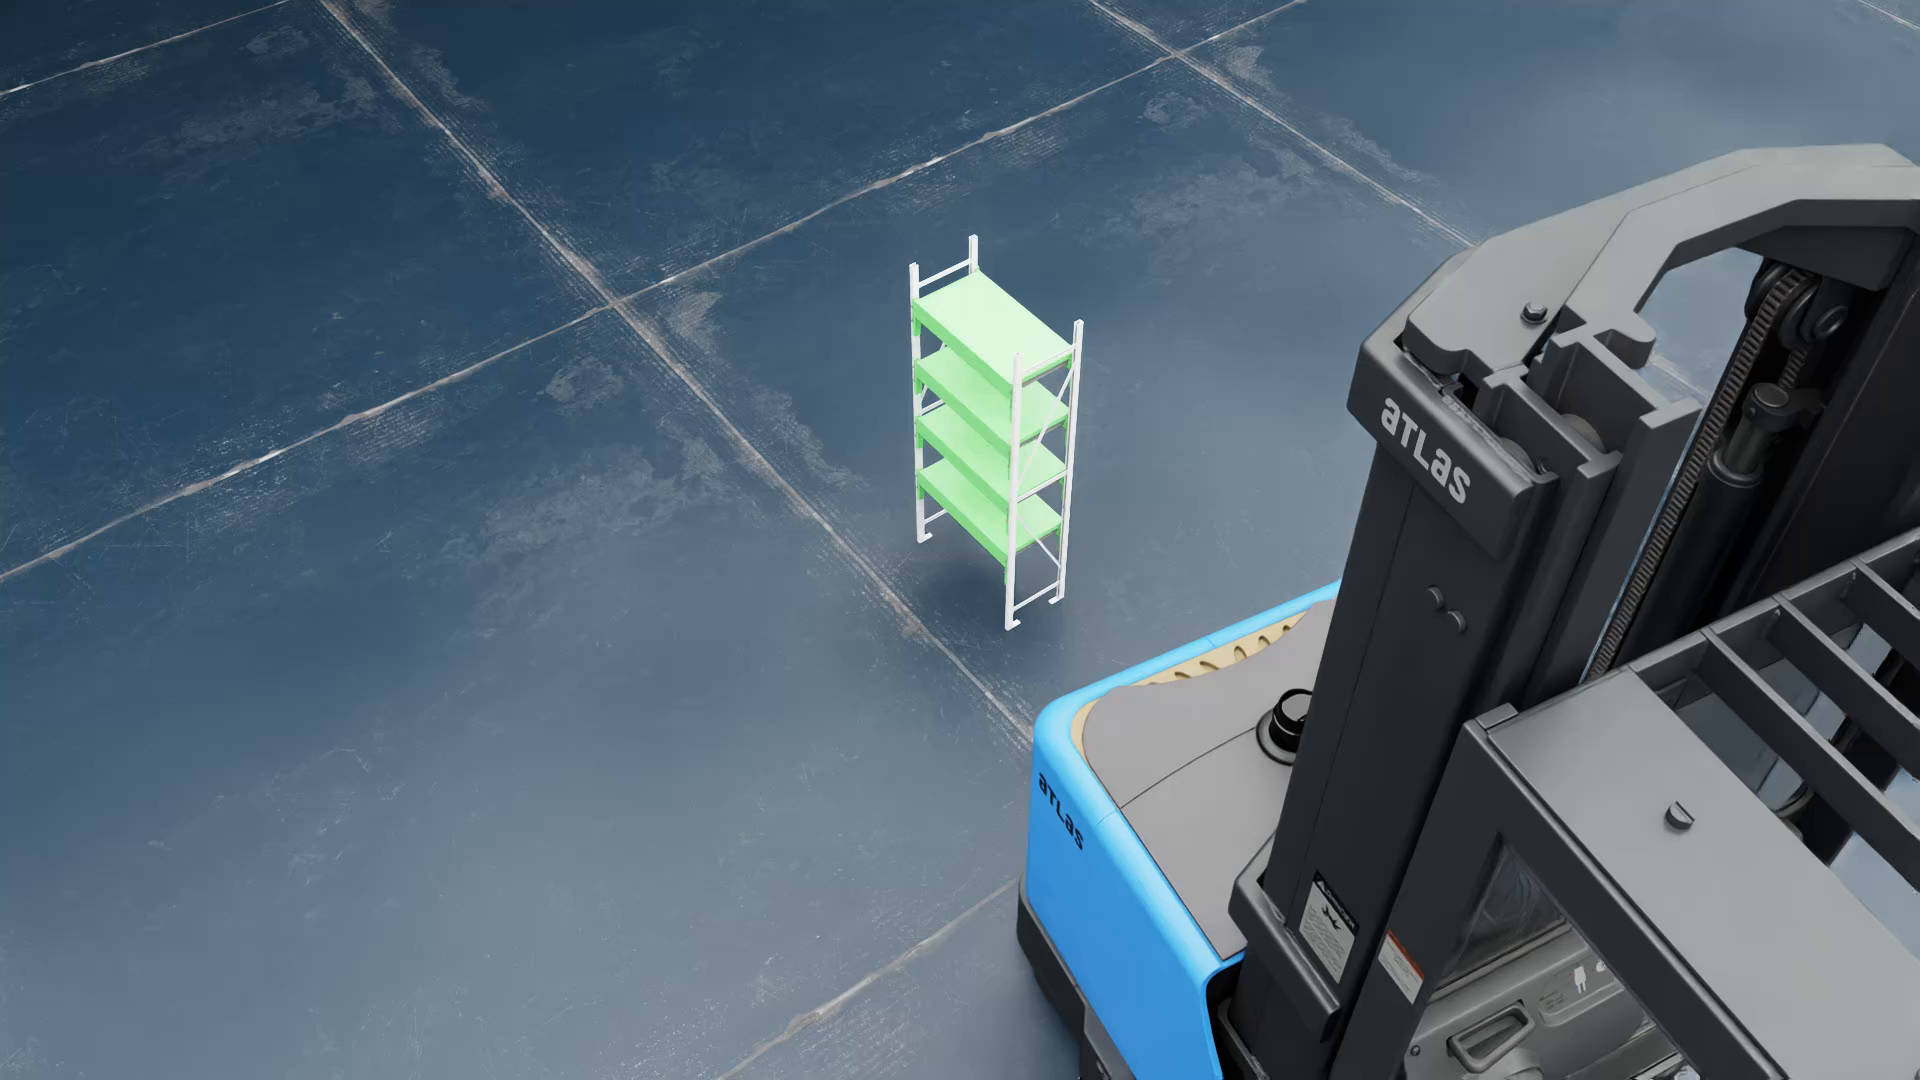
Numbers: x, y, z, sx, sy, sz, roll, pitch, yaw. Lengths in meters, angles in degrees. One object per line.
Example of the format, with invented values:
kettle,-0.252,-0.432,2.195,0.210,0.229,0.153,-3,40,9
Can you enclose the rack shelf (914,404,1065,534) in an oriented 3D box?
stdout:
rack shelf,0.100,-0.262,5.264,0.258,0.148,0.480,-29,54,-24

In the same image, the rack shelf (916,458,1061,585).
rack shelf,0.100,-0.101,5.442,0.258,0.148,0.480,-29,54,-24

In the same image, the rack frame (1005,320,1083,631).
rack frame,0.248,-0.162,5.087,0.240,1.200,0.015,-29,54,-24

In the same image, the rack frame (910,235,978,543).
rack frame,-0.048,-0.449,5.347,0.240,1.200,0.015,-29,54,-24

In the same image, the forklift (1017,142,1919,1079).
forklift,1.279,0.948,2.912,1.130,2.935,3.031,-21,51,-18

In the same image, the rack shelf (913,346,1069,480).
rack shelf,0.100,-0.424,5.087,0.258,0.148,0.480,-29,54,-24

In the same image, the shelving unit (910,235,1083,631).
shelving unit,0.100,-0.305,5.217,0.258,1.200,0.503,-29,54,-24

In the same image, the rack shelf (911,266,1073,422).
rack shelf,0.100,-0.585,4.909,0.258,0.148,0.480,-29,54,-24
